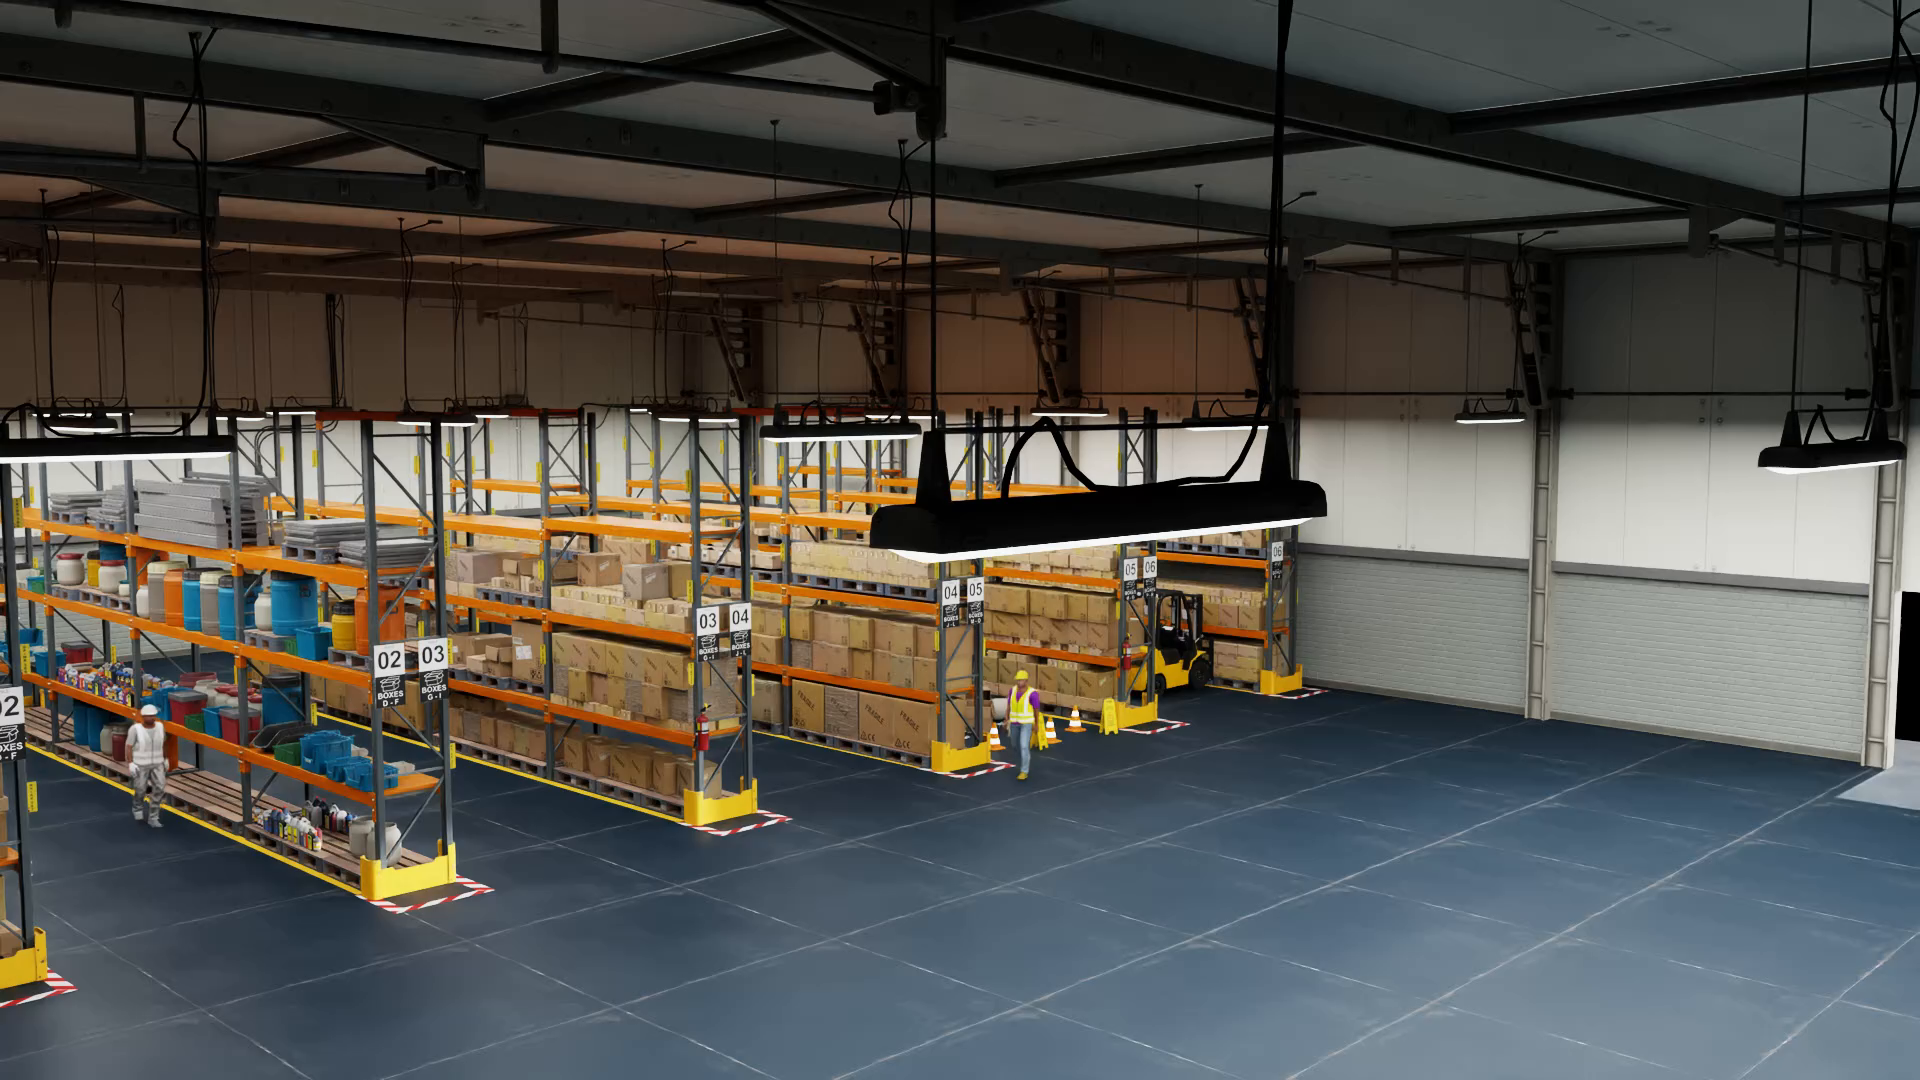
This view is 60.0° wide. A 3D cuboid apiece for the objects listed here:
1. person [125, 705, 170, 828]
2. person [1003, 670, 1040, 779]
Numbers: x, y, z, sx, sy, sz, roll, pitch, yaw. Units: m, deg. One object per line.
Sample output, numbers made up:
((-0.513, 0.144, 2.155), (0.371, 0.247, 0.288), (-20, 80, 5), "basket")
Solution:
((-11.914, 3.316, 24.423), (0.664, 1.796, 0.654), (5, 7, 42), "person")
((1.052, 3.016, 27.489), (0.556, 1.758, 0.761), (4, 6, 38), "person")
